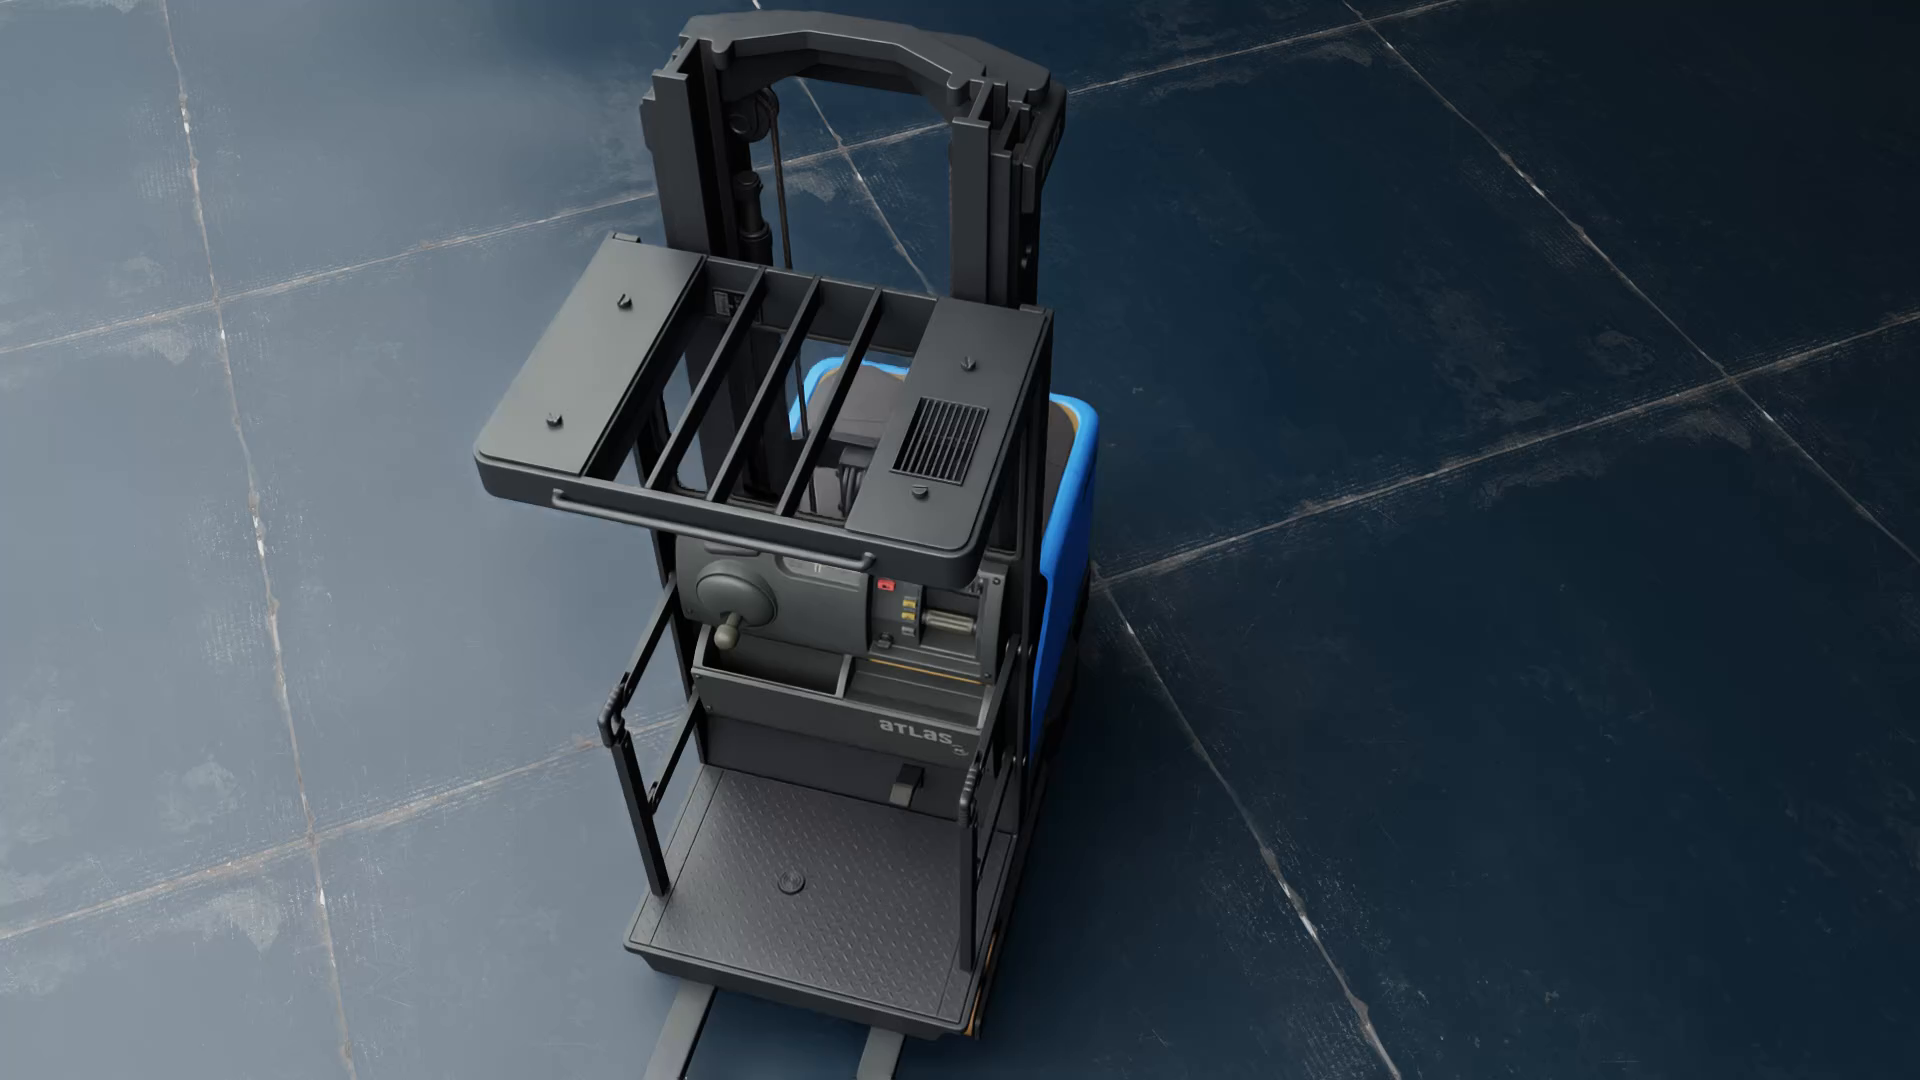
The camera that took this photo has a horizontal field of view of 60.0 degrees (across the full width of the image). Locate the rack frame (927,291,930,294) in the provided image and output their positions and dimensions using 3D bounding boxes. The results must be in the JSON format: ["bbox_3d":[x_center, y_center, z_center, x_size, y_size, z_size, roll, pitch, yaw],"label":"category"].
[{"bbox_3d":[-0.066,-0.385,6.131,0.006,1.200,0.240,-18,52,-15],"label":"rack frame"}]

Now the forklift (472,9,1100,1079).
[{"bbox_3d":[-0.388,0.266,4.430,1.130,2.935,3.031,11,50,10],"label":"forklift"}]

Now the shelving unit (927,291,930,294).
[{"bbox_3d":[0.018,-0.412,6.154,0.189,1.200,0.258,-18,52,-15],"label":"shelving unit"}]
